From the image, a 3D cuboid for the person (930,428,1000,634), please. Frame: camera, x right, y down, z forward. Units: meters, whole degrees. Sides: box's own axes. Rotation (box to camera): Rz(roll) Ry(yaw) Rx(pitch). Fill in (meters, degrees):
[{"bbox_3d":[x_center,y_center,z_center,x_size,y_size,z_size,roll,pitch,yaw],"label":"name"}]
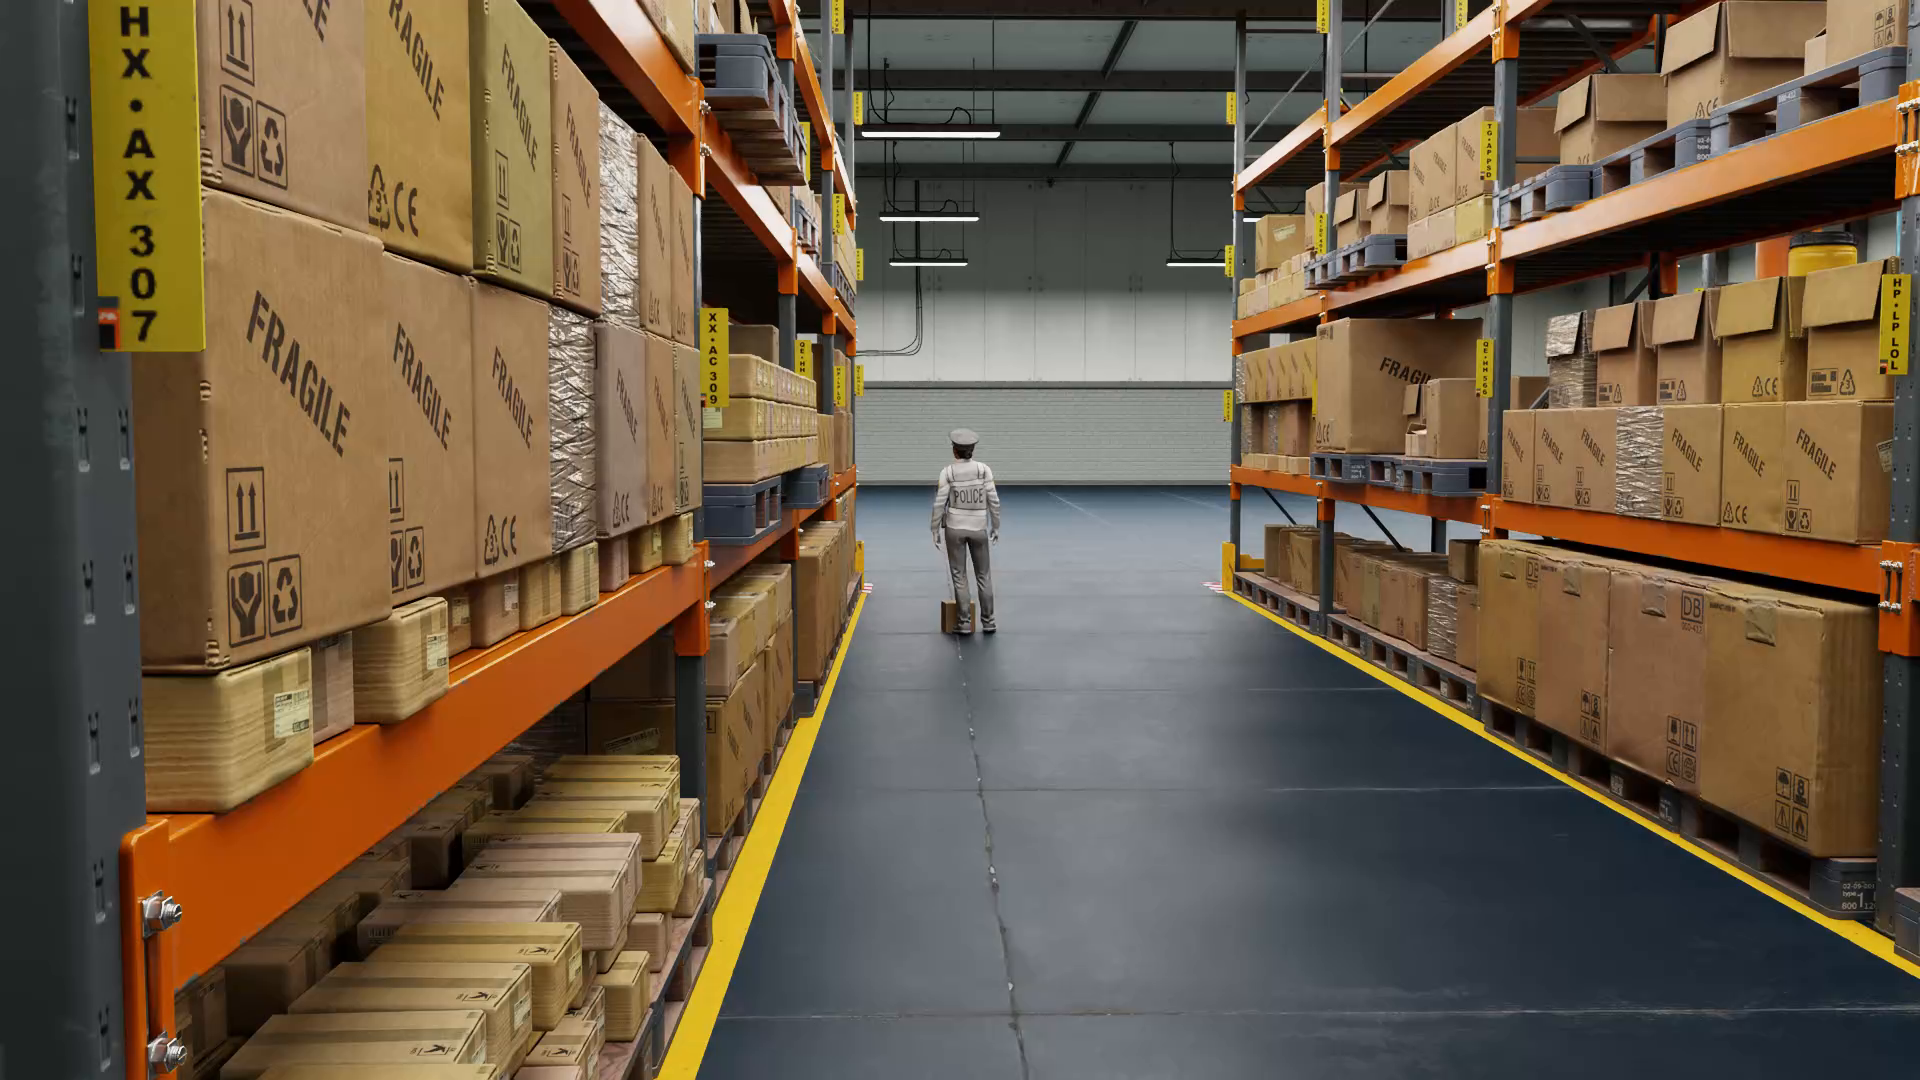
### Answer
[{"bbox_3d":[0.043,-0.074,13.711,0.587,1.696,0.534,-1,4,-8],"label":"person"}]
